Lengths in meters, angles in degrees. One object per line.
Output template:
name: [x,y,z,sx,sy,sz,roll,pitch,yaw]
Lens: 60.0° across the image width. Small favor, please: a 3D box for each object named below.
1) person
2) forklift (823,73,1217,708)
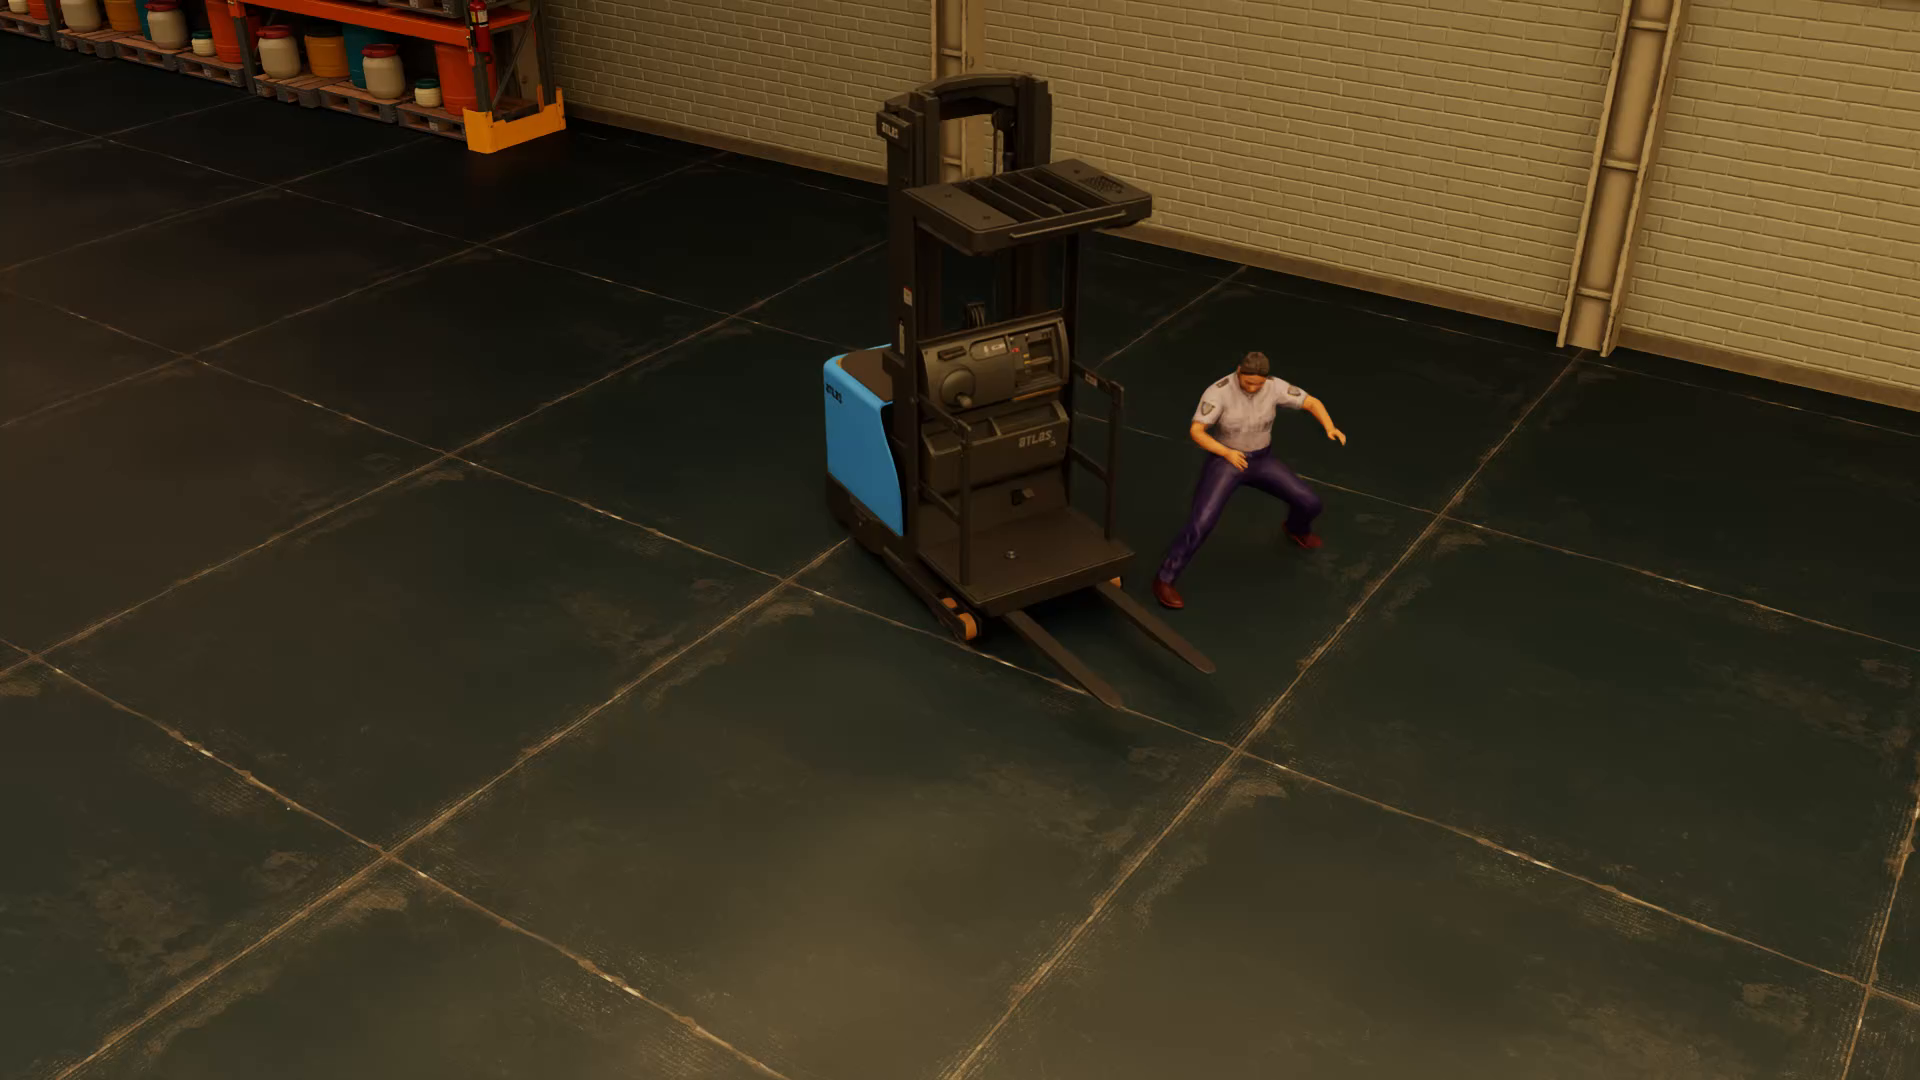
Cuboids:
person: [1.726,-0.404,9.796,1.218,1.459,0.687,-6,31,-10]
forklift: [0.316,-0.950,9.217,1.130,2.935,3.031,-16,34,-26]
